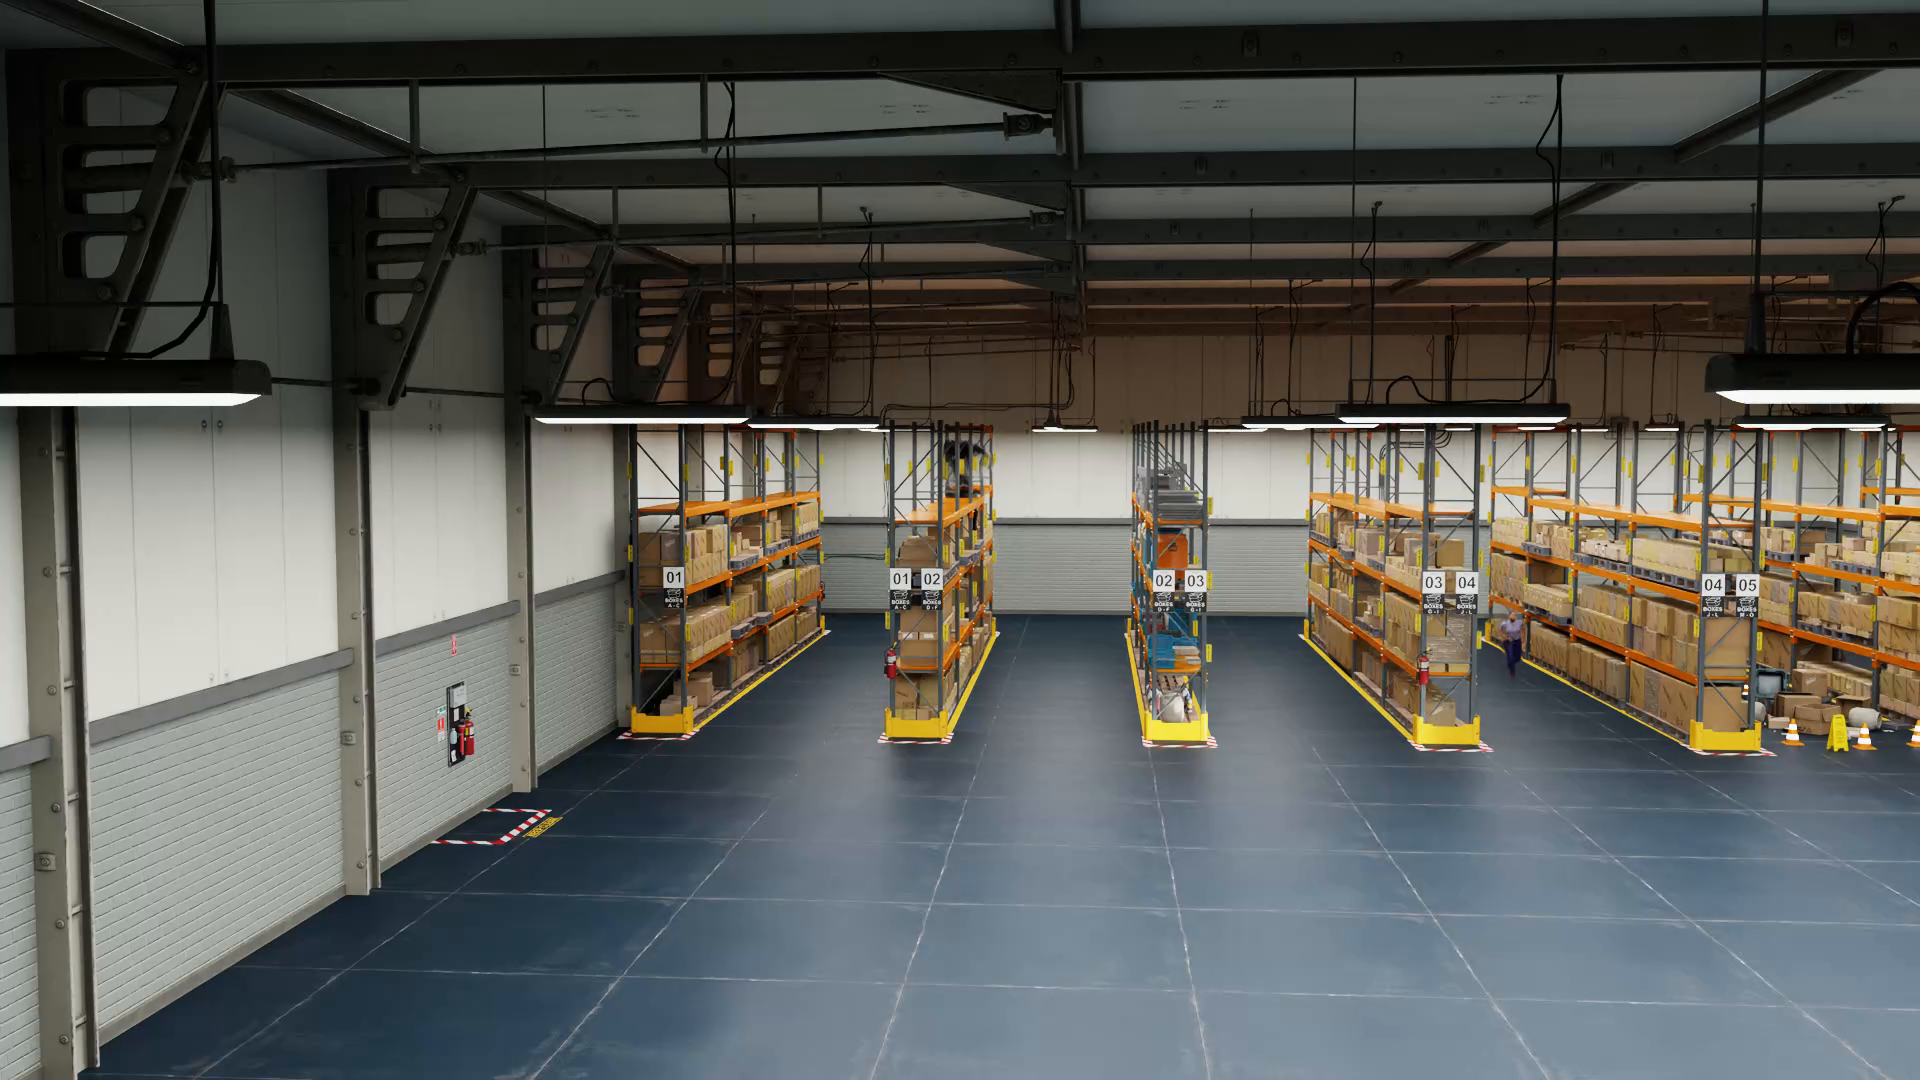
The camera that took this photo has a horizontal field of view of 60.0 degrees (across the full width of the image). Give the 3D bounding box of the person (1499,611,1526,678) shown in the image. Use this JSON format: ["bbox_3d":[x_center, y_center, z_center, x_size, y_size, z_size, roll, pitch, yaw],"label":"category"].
[{"bbox_3d":[13.060,2.462,39.311,0.641,1.609,0.659,0,4,4],"label":"person"}]

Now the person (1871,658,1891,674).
[{"bbox_3d":[21.184,2.485,38.129,0.670,1.723,0.797,0,4,-3],"label":"person"}]

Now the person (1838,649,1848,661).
[{"bbox_3d":[22.154,2.268,41.965,0.524,1.708,0.720,0,4,-6],"label":"person"}]
